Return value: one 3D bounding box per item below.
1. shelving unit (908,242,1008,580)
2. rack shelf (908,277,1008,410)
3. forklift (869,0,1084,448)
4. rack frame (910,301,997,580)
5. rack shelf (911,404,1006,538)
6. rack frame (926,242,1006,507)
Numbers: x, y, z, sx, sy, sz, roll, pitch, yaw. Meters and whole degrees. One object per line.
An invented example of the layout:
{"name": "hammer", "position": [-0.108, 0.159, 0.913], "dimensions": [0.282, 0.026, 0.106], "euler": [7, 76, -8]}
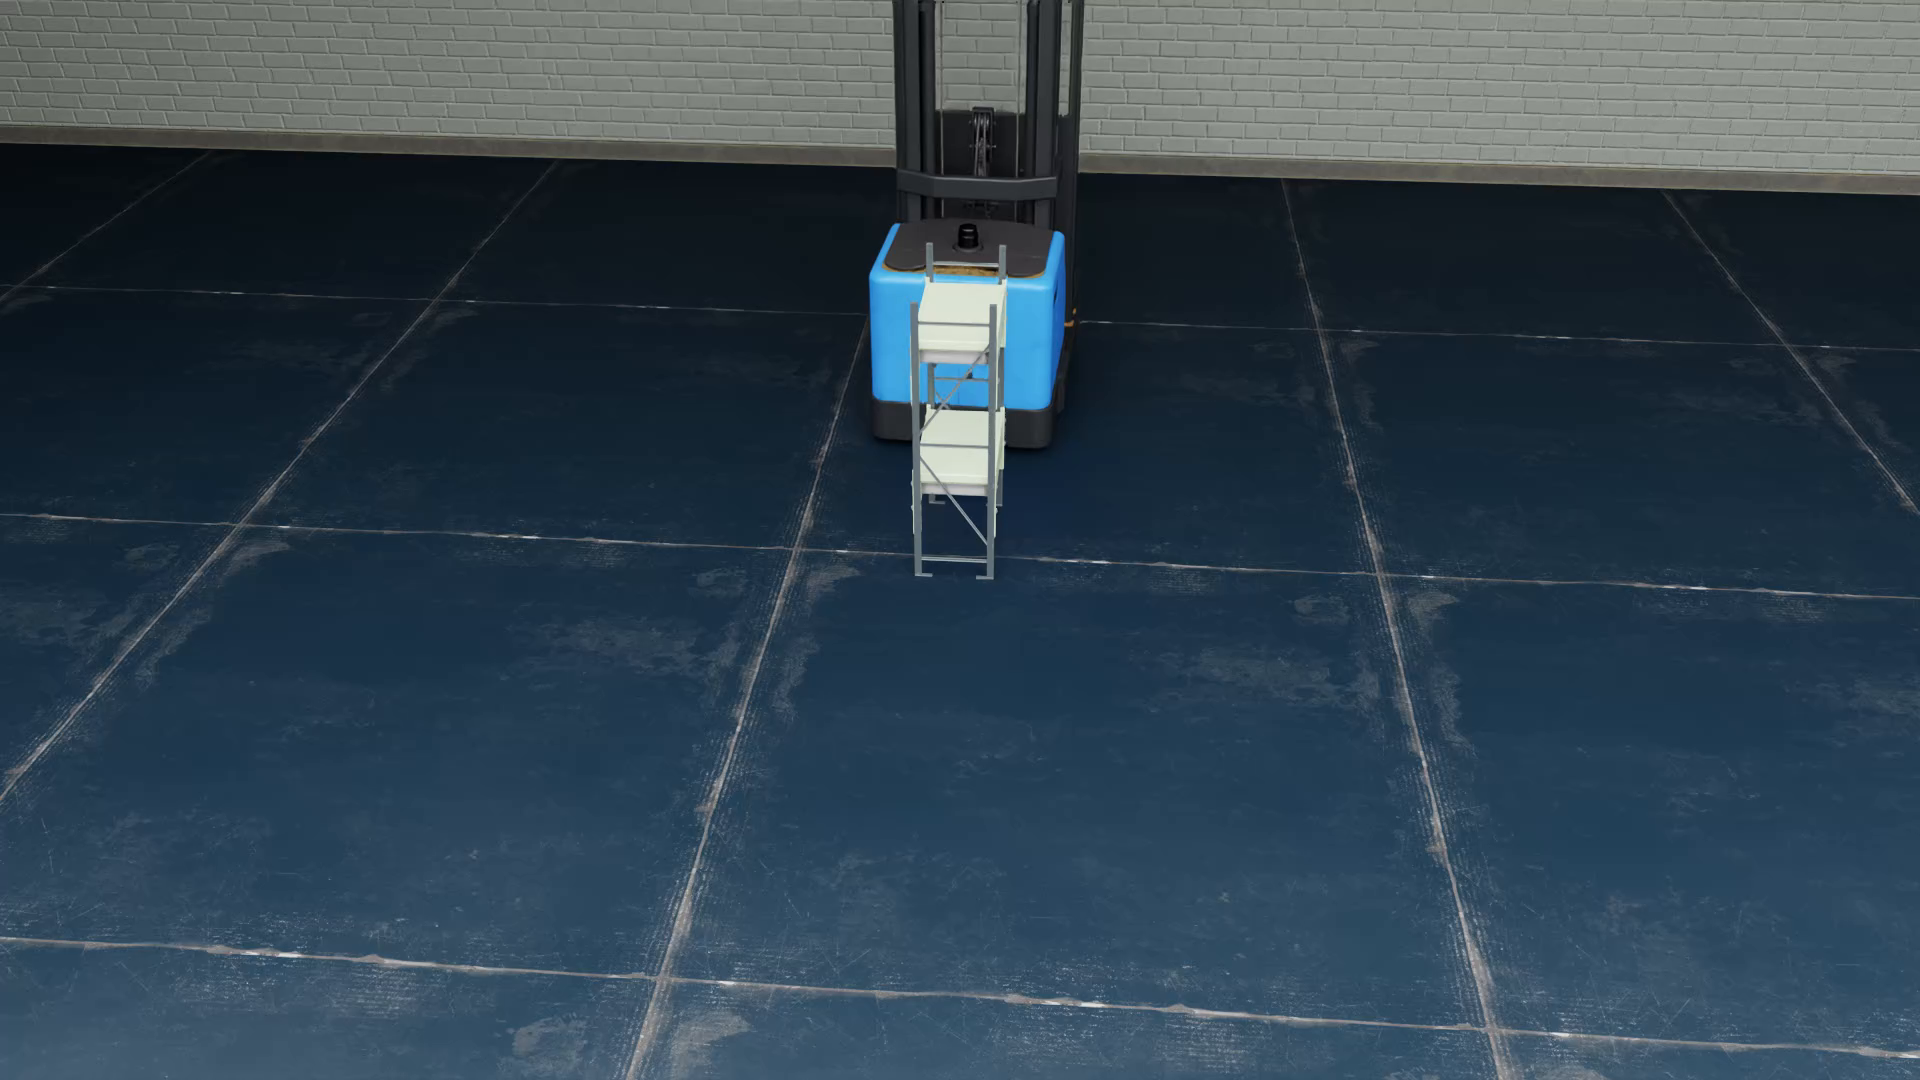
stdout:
{"name": "shelving unit", "position": [0.001, -0.642, 8.362], "dimensions": [0.431, 1.500, 0.755], "euler": [2, 32, 4]}
{"name": "rack shelf", "position": [0.001, -0.974, 8.157], "dimensions": [0.431, 0.370, 0.720], "euler": [2, 32, 4]}
{"name": "forklift", "position": [0.195, -2.524, 10.051], "dimensions": [1.130, 2.935, 3.031], "euler": [4, 32, 7]}
{"name": "rack frame", "position": [-0.029, -0.451, 8.052], "dimensions": [0.400, 1.500, 0.023], "euler": [2, 32, 4]}
{"name": "rack shelf", "position": [0.001, -0.364, 8.533], "dimensions": [0.431, 0.370, 0.720], "euler": [2, 32, 4]}
{"name": "rack frame", "position": [0.030, -0.833, 8.673], "dimensions": [0.400, 1.500, 0.023], "euler": [2, 32, 4]}
